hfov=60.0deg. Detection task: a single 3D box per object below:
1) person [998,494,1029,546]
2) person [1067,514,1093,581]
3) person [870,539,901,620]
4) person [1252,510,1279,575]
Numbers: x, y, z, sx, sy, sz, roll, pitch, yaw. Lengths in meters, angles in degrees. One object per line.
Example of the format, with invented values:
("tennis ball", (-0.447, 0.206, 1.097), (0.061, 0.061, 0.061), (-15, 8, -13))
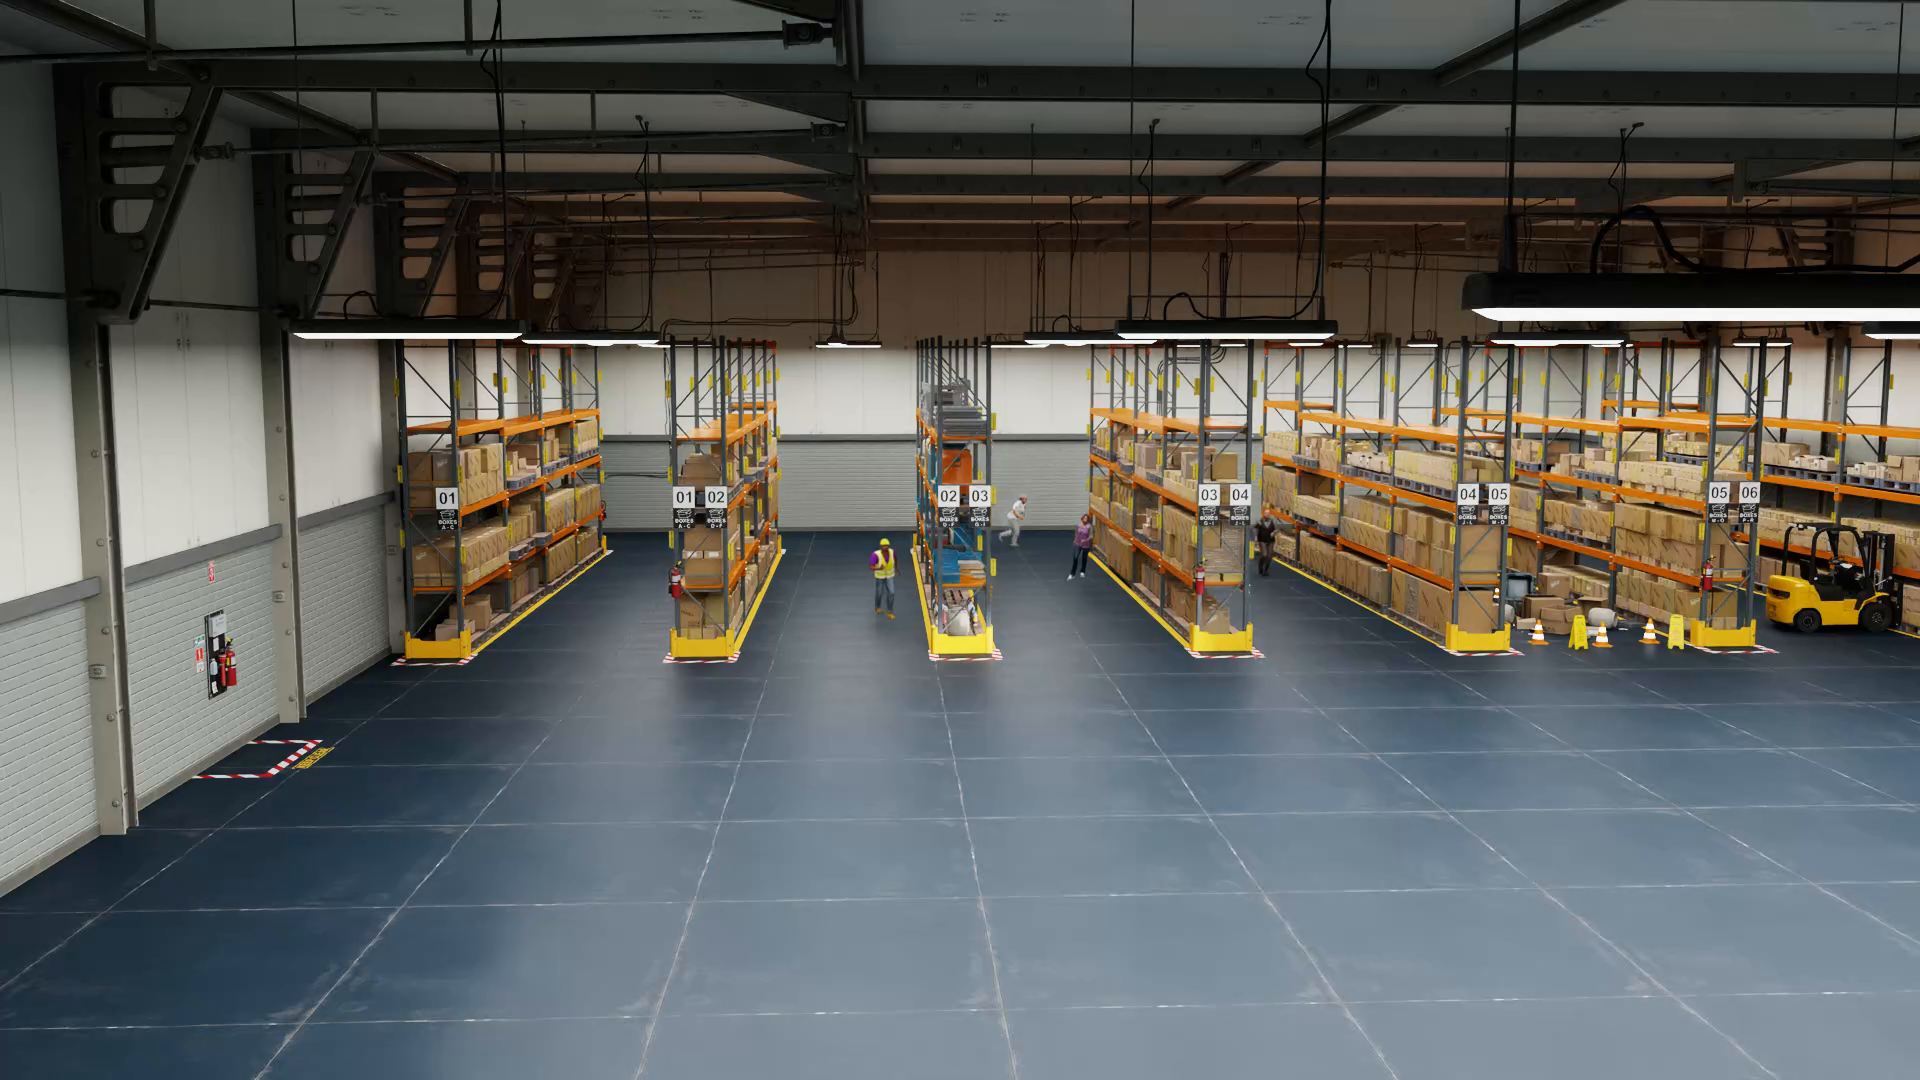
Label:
("person", (1.593, -0.596, 49.065), (0.948, 1.531, 0.600), (2, 7, 20))
("person", (2.892, 0.167, 39.488), (0.593, 1.601, 0.735), (2, 7, 19))
("person", (-1.616, 0.815, 35.686), (0.722, 1.741, 0.979), (-2, 7, -15))
("person", (7.787, 0.071, 42.248), (0.628, 1.682, 0.650), (-1, 7, -6))
